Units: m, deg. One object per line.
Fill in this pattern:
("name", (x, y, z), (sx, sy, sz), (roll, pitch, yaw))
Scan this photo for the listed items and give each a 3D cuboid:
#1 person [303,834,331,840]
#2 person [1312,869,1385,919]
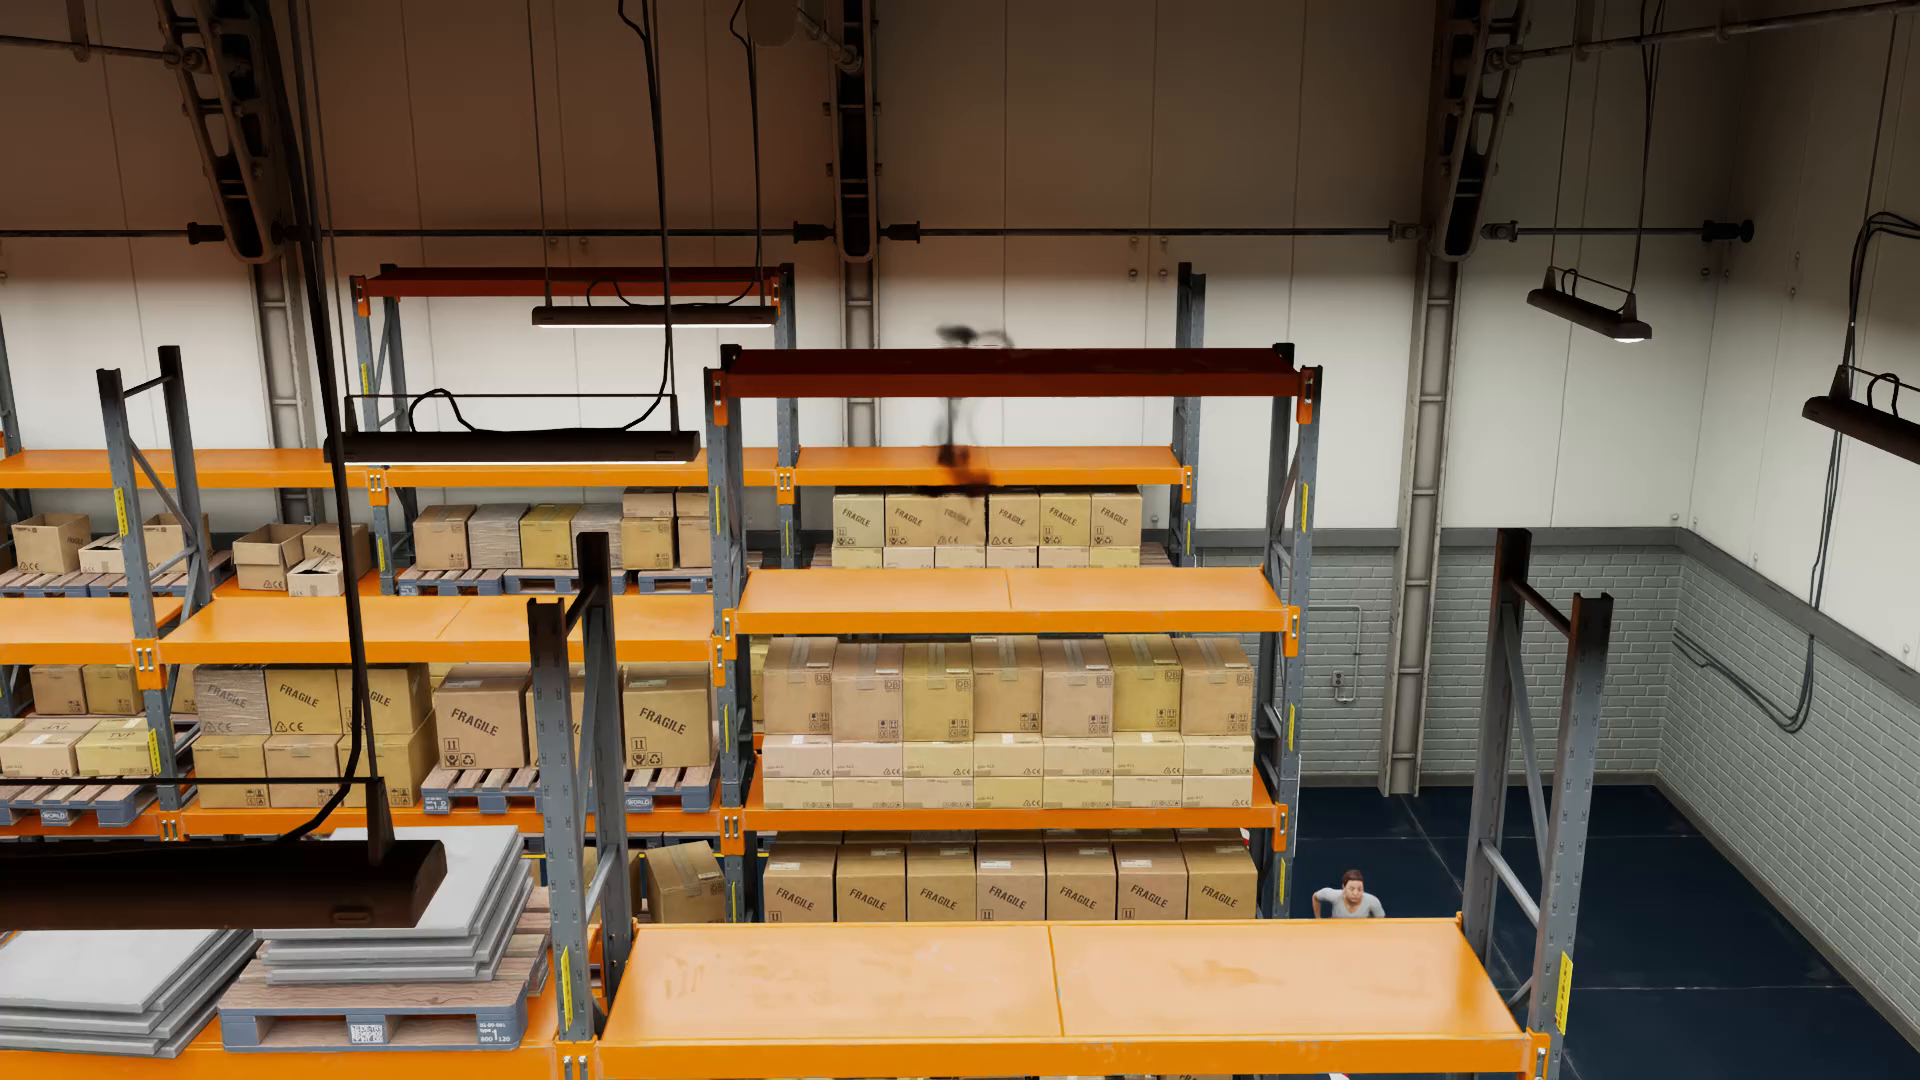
("person", (-5.789, 3.019, 15.403), (1.005, 1.620, 0.497), (-2, 16, -6))
("person", (3.220, 3.429, 13.904), (0.568, 1.654, 1.024), (0, 16, 0))
